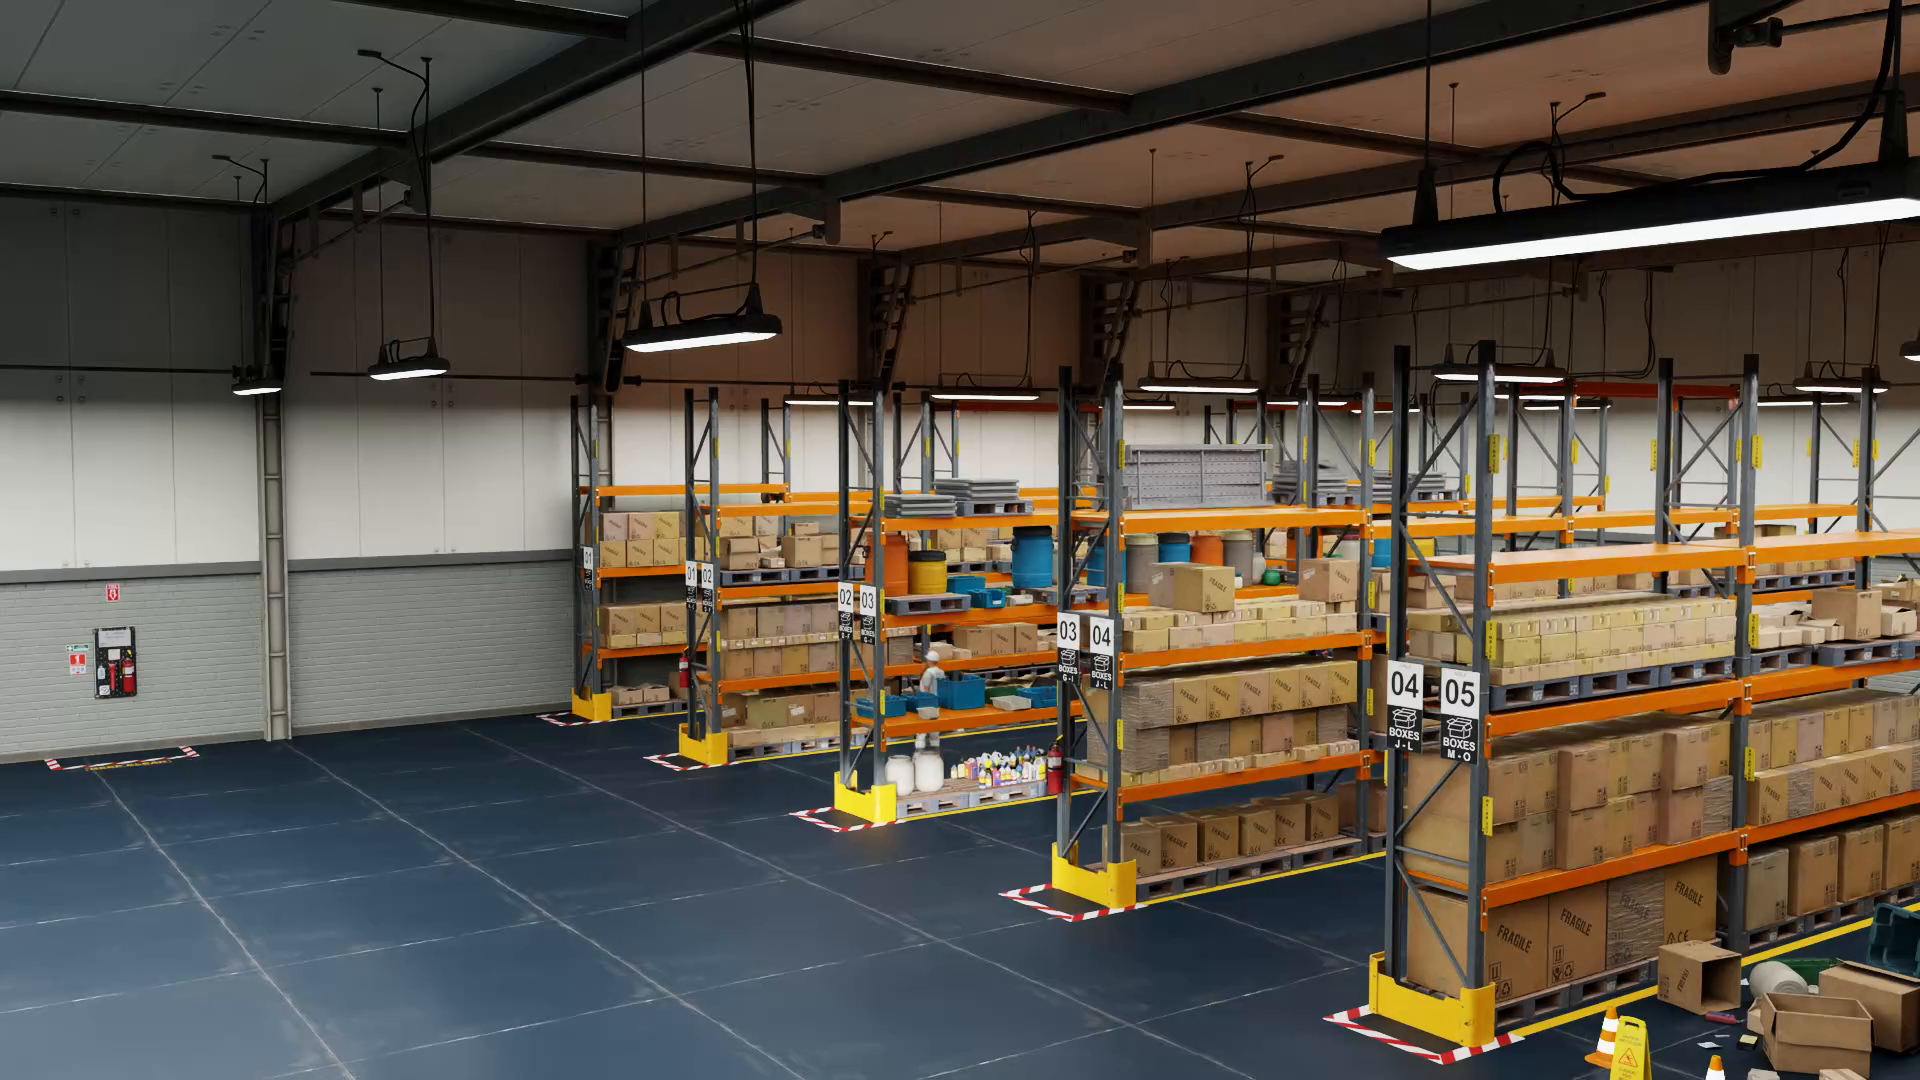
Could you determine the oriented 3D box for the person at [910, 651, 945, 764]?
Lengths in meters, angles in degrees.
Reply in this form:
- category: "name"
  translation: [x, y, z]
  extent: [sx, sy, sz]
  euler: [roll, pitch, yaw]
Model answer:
- category: "person"
  translation: [-0.543, 2.671, 26.553]
  extent: [0.434, 1.804, 0.661]
  euler: [2, 4, 34]
